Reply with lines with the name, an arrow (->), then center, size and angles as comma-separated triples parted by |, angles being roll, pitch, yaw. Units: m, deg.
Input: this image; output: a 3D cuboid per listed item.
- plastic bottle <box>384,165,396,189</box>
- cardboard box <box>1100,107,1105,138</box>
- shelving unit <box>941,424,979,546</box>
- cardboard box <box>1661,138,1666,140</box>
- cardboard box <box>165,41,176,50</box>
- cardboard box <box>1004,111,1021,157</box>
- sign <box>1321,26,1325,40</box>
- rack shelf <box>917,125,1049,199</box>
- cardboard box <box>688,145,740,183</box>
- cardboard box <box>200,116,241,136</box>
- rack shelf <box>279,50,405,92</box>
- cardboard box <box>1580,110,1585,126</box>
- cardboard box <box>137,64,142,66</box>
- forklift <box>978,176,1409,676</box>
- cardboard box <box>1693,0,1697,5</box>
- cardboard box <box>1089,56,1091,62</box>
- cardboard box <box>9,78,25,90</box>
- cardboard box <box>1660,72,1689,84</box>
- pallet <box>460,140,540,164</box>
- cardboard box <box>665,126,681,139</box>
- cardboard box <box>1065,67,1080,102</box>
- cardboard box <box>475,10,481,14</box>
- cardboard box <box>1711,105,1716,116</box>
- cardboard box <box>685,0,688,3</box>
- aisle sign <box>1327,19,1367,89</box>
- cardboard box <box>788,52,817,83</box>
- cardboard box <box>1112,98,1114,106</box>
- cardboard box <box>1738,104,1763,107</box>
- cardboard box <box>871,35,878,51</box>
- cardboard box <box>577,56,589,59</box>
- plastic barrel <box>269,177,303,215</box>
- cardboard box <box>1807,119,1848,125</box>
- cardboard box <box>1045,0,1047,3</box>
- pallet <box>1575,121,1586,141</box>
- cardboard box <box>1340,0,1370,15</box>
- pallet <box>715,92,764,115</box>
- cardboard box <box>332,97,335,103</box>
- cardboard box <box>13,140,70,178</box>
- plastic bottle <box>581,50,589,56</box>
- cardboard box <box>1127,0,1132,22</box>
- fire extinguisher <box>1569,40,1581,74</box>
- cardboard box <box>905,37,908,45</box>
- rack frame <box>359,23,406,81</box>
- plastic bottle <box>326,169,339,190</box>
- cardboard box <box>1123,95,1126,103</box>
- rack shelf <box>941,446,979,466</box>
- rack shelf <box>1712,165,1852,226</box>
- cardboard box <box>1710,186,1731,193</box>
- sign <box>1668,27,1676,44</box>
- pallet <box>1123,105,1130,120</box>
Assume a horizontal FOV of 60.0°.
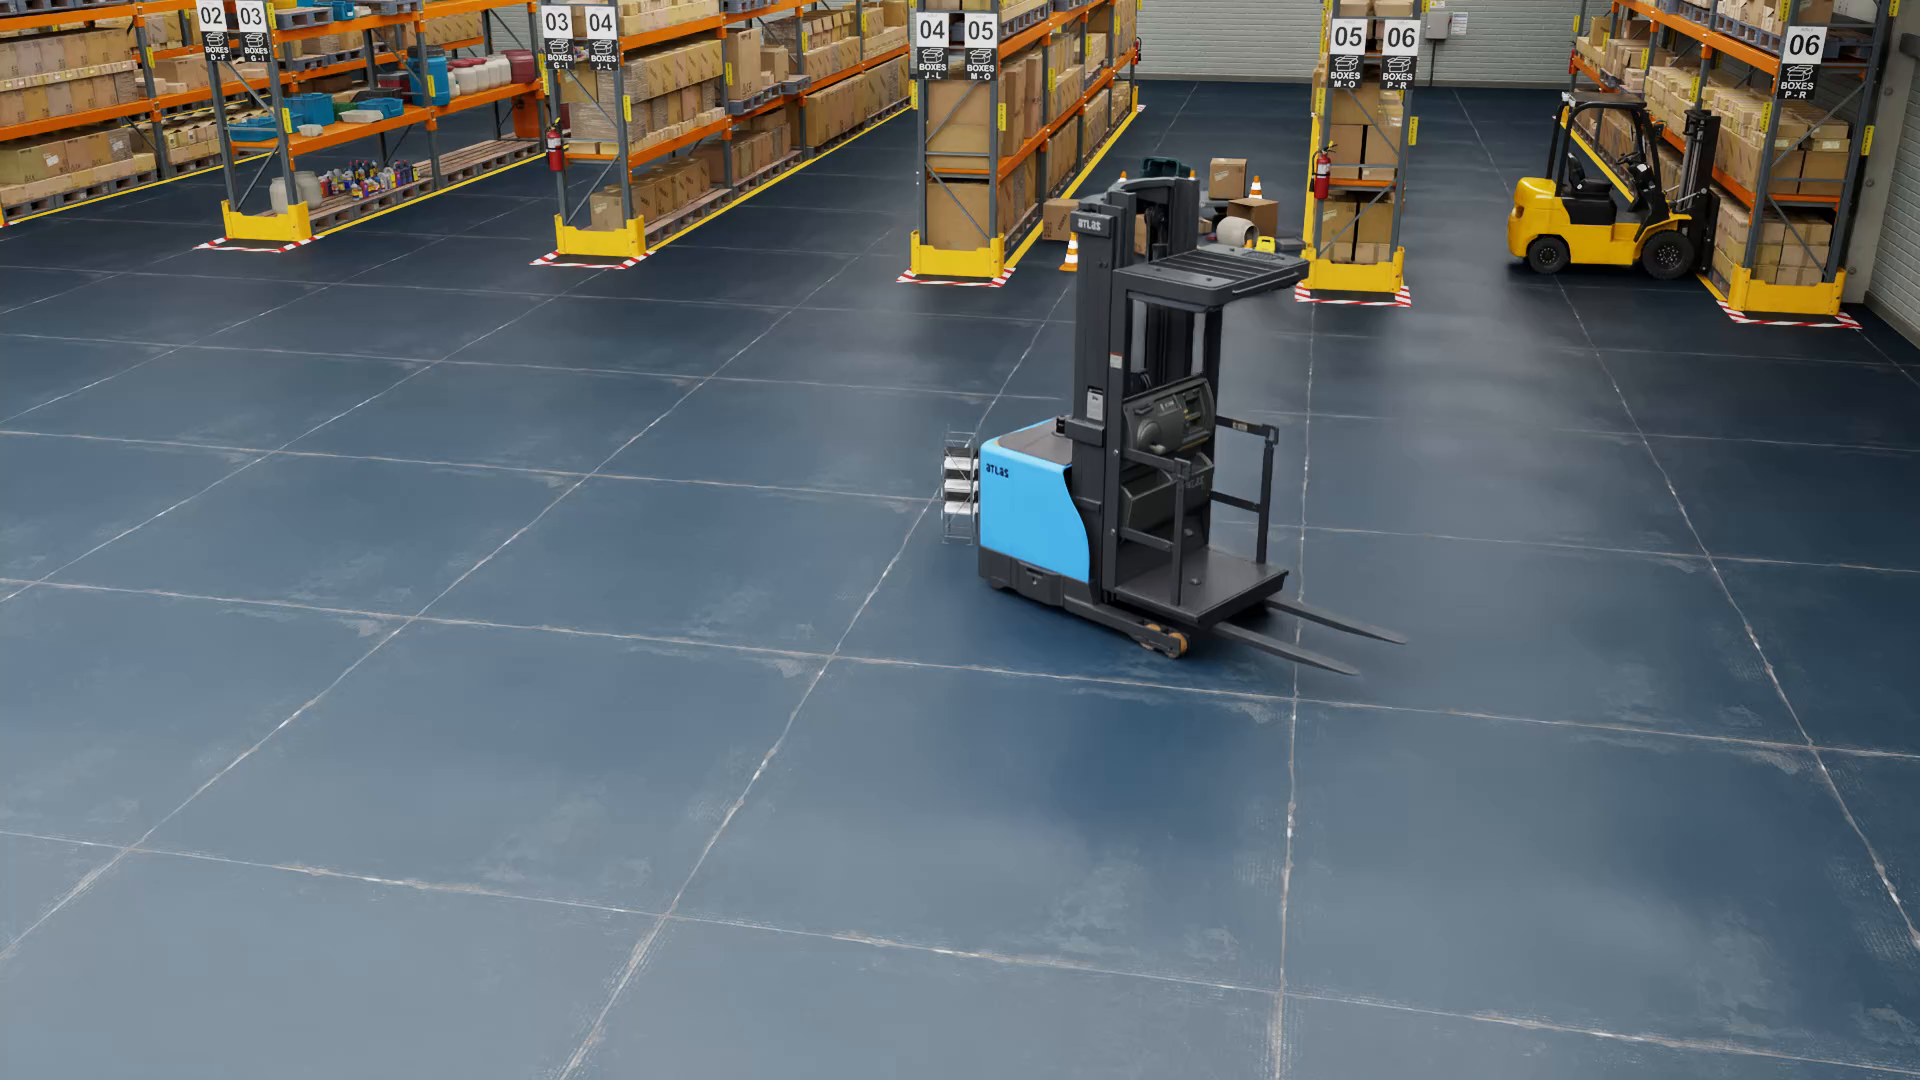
plastic bottle -> -8.848, -5.623, 25.756 | 0.144, 0.351, 0.185 | 4, 22, 11
cardboard box -> 2.413, -7.784, 30.950 | 0.500, 0.500, 0.500 | 4, 22, 10
shelving unit -> 0.002, -0.420, 12.693 | 0.258, 0.900, 0.210 | 4, 22, 11
cardboard box -> 11.813, -6.392, 27.493 | 0.500, 0.500, 0.500 | 5, 22, 11
cardboard box -> -16.780, -10.427, 35.039 | 0.380, 0.149, 0.250 | 5, 22, 12
cardboard box -> 0.333, -5.444, 22.156 | 0.875, 0.550, 0.550 | 4, 22, 11
sign -> 6.745, -9.366, 30.829 | 0.100, 0.325, 0.005 | 4, 22, 11
rack shelf -> 0.382, -5.235, 22.800 | 1.077, 0.370, 4.000 | 4, 22, 11
cardboard box -> -3.899, -5.983, 26.451 | 0.700, 0.500, 0.500 | 3, 22, 7
cardboard box -> -13.101, -7.346, 29.446 | 0.500, 0.311, 0.500 | 5, 22, 12
rack shelf -> -12.518, -9.333, 32.974 | 1.077, 0.370, 4.000 | 4, 22, 11
cardboard box -> 12.329, -8.295, 32.219 | 0.500, 0.500, 0.500 | 5, 22, 12
cardboard box -> -16.965, -9.724, 35.298 | 0.750, 0.750, 0.750 | 5, 22, 12
forklift -> 1.548, -0.804, 10.925 | 3.031, 2.935, 1.130 | 19, 29, 39
cardboard box -> 10.444, -7.524, 23.146 | 0.380, 0.149, 0.250 | 4, 22, 11
cardboard box -> 2.109, -8.522, 29.373 | 0.380, 0.149, 0.250 | 4, 22, 11
cardboard box -> -14.110, -6.763, 24.630 | 0.380, 0.149, 0.250 | 4, 22, 10
cardboard box -> 10.858, -7.009, 25.239 | 0.380, 0.149, 0.250 | 5, 22, 12
pallet -> -8.274, -6.982, 29.907 | 1.003, 0.211, 1.213 | 4, 22, 11
cardboard box -> -4.169, -5.763, 23.485 | 0.380, 0.149, 0.250 | 4, 22, 11
cardboard box -> 1.674, -7.442, 27.183 | 0.500, 0.500, 0.500 | 4, 22, 11
cardboard box -> -11.115, -12.187, 37.627 | 0.500, 0.500, 0.500 | 4, 22, 10
cardboard box -> 9.994, -5.557, 21.634 | 0.380, 0.149, 0.250 | 5, 22, 12
cardboard box -> -4.095, -7.701, 23.611 | 0.380, 0.149, 0.250 | 5, 23, 13
aisle sign -> 4.544, -5.702, 19.518 | 0.394, 0.787, 0.004 | 4, 22, 11
cardboard box -> -2.863, -8.382, 29.516 | 0.500, 0.500, 0.500 | 5, 22, 12
cardboard box -> 2.810, -8.581, 32.602 | 0.380, 0.149, 0.250 | 6, 23, 14
cardboard box -> 9.874, -5.314, 20.632 | 0.380, 0.149, 0.250 | 5, 22, 12
cardboard box -> -1.954, -10.043, 33.578 | 0.500, 0.250, 0.500 | 4, 22, 11
cardboard box -> -4.894, -6.304, 22.621 | 0.500, 0.500, 0.500 | 4, 22, 11
plastic barrel -> -9.650, -4.917, 23.816 | 0.421, 0.512, 0.421 | 0, 22, 0
cardboard box -> 10.093, -4.804, 19.367 | 0.380, 0.149, 0.250 | 5, 23, 13
cardboard box -> 1.029, -7.659, 23.480 | 0.380, 0.149, 0.250 | 4, 22, 11
pallet -> 12.537, -7.914, 32.221 | 1.003, 0.211, 1.213 | 4, 22, 11
cardboard box -> 4.711, -6.379, 19.932 | 0.380, 0.149, 0.250 | 5, 22, 12
pallet -> -3.747, -6.895, 26.215 | 1.003, 0.211, 1.213 | 4, 22, 11
cardboard box -> -12.452, -8.316, 32.244 | 0.500, 0.500, 0.500 | 4, 22, 9
cardboard box -> -14.042, -5.822, 25.410 | 0.500, 0.500, 0.500 | 4, 22, 11
plastic bottle -> -7.278, -9.340, 32.197 | 0.152, 0.276, 0.135 | 4, 22, 11
cardboard box -> 3.188, -10.775, 33.722 | 0.500, 0.500, 0.500 | 6, 23, 14
fire extinguisher -> 12.543, -9.852, 33.903 | 0.296, 0.674, 0.183 | 4, 22, 11
cardboard box -> -1.347, -10.832, 36.071 | 0.380, 0.149, 0.250 | 5, 22, 12
rack frame -> -12.110, -10.398, 34.656 | 1.000, 3.000, 0.127 | 4, 22, 11
plastic bottle -> -9.628, -5.512, 25.482 | 0.144, 0.351, 0.185 | 5, 23, 13
cardboard box -> 3.213, -9.104, 34.300 | 0.380, 0.149, 0.250 | 5, 22, 12
rack shelf -> 0.002, -0.640, 12.604 | 0.258, 0.077, 0.200 | 4, 22, 11
rack shelf -> 10.108, -4.518, 21.019 | 1.077, 0.370, 4.000 | 4, 22, 11
cardboard box -> 9.906, -4.444, 21.653 | 0.500, 0.250, 0.500 | 5, 23, 13
sign -> 12.693, -9.005, 29.647 | 0.100, 0.325, 0.005 | 4, 22, 11
pallet -> 3.023, -9.073, 35.100 | 1.003, 0.211, 1.213 | 4, 22, 11
